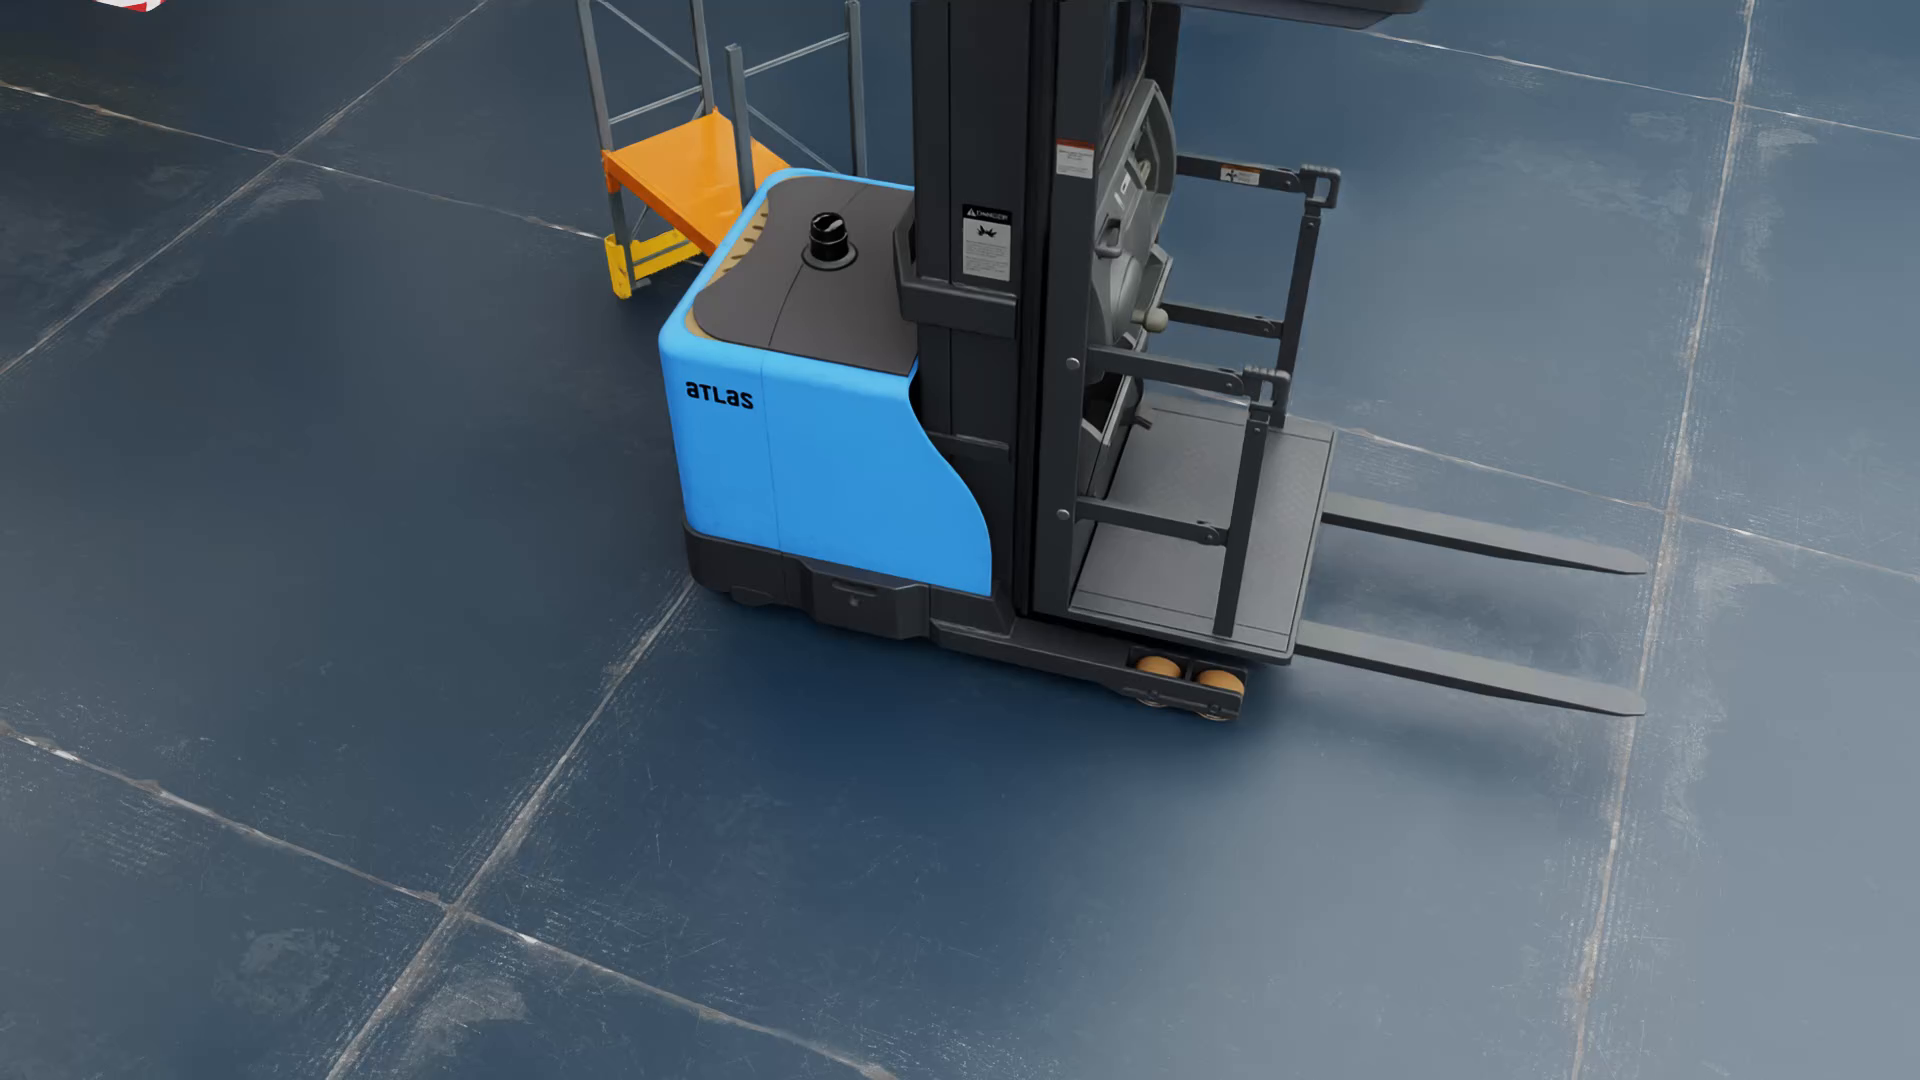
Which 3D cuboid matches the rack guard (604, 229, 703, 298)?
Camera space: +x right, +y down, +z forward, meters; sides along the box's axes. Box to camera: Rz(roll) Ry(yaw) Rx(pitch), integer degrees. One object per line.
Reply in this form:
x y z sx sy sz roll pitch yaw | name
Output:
-1.165 -1.214 6.793 0.587 0.250 0.087 -30 52 -26 | rack guard

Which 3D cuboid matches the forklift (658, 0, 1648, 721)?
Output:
0.673 -0.896 4.573 3.031 2.935 1.130 12 46 12 | forklift

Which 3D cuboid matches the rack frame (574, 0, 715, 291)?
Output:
-1.165 -1.658 6.353 0.500 1.500 0.032 -30 52 -26 | rack frame

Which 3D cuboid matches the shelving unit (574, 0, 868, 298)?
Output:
-0.852 -1.384 6.078 0.587 1.500 1.083 -30 52 -26 | shelving unit

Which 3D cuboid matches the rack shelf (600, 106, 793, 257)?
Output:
-0.846 -1.251 6.199 0.538 0.185 1.000 -30 52 -26 | rack shelf

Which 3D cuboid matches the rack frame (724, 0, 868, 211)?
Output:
-0.527 -1.100 5.792 0.500 1.500 0.032 -30 52 -26 | rack frame
